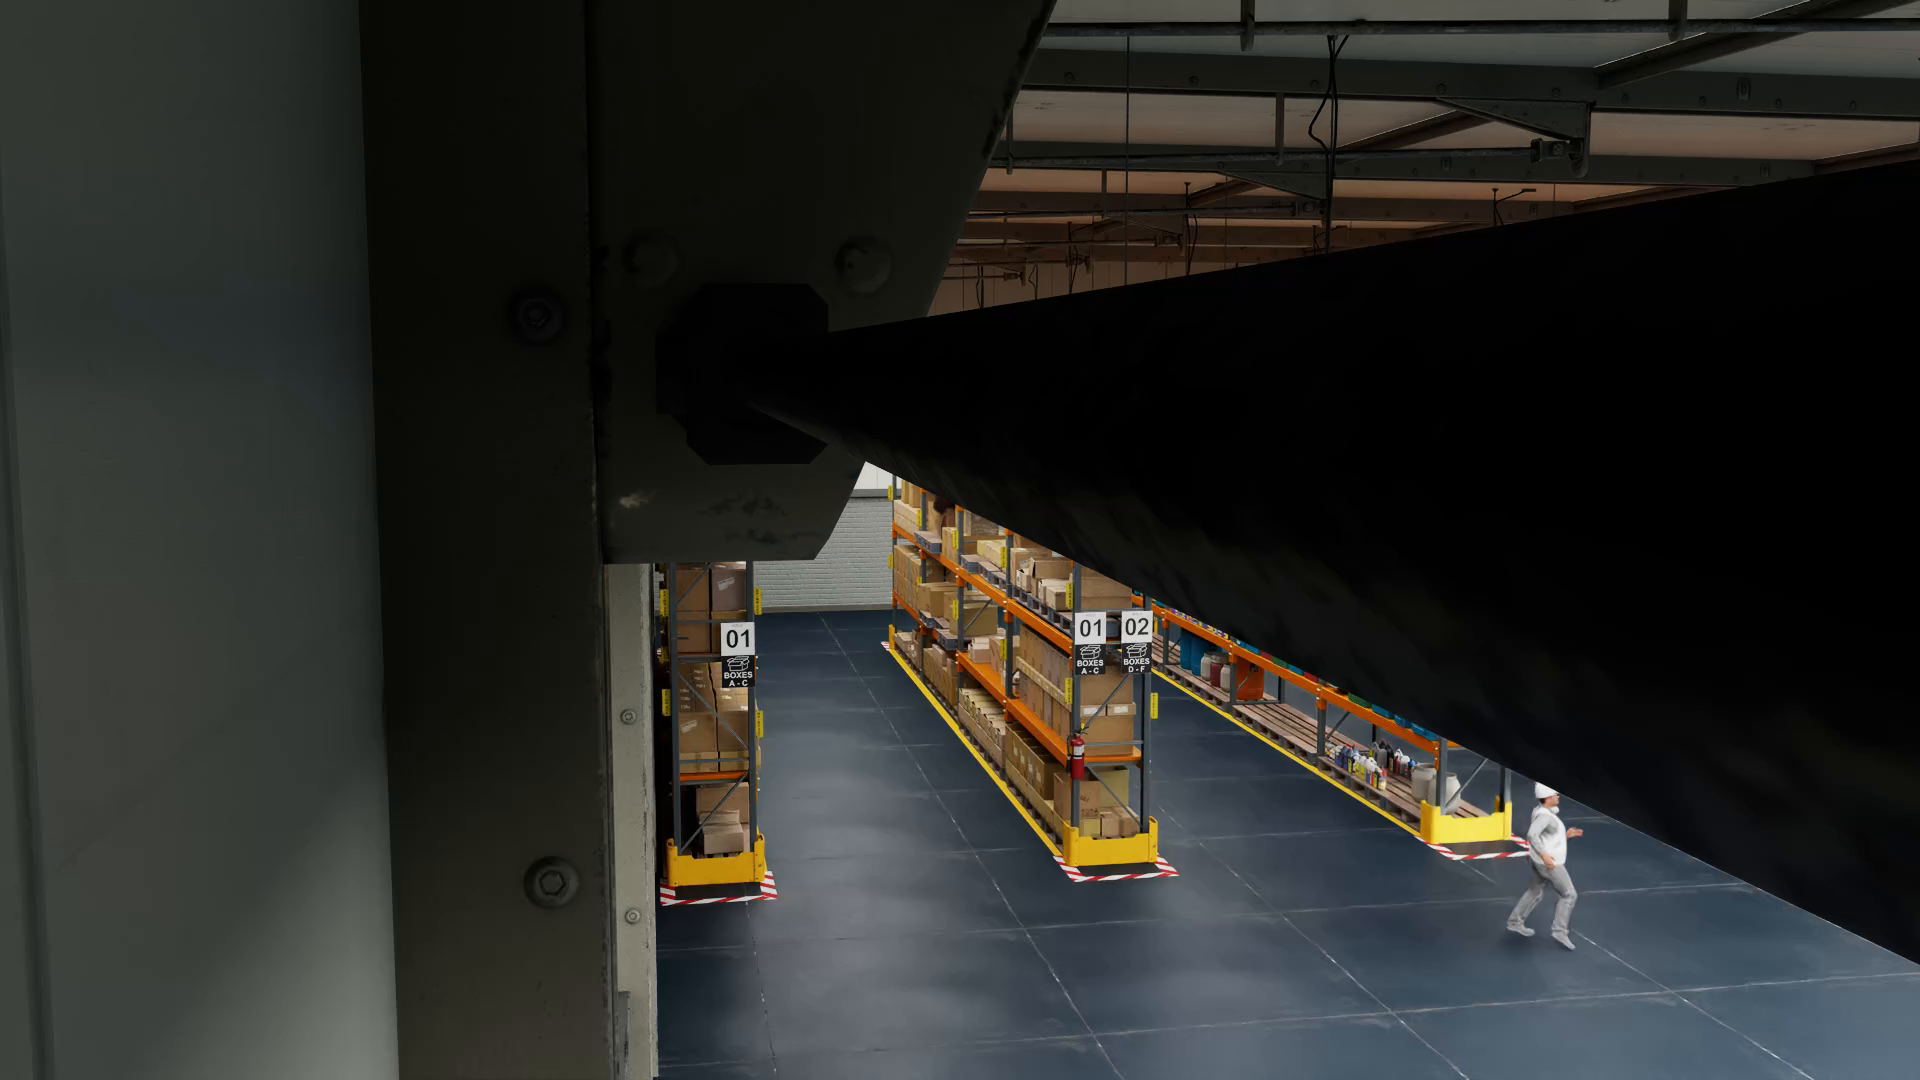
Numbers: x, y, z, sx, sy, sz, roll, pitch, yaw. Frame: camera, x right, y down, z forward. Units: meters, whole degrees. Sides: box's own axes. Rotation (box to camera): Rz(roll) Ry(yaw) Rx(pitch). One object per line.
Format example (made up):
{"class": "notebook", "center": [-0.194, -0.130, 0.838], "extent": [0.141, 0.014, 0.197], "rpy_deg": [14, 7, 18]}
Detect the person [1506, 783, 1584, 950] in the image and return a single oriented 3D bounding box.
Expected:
{"class": "person", "center": [6.348, 3.509, 18.002], "extent": [0.767, 1.833, 0.625], "rpy_deg": [1, 6, 5]}
